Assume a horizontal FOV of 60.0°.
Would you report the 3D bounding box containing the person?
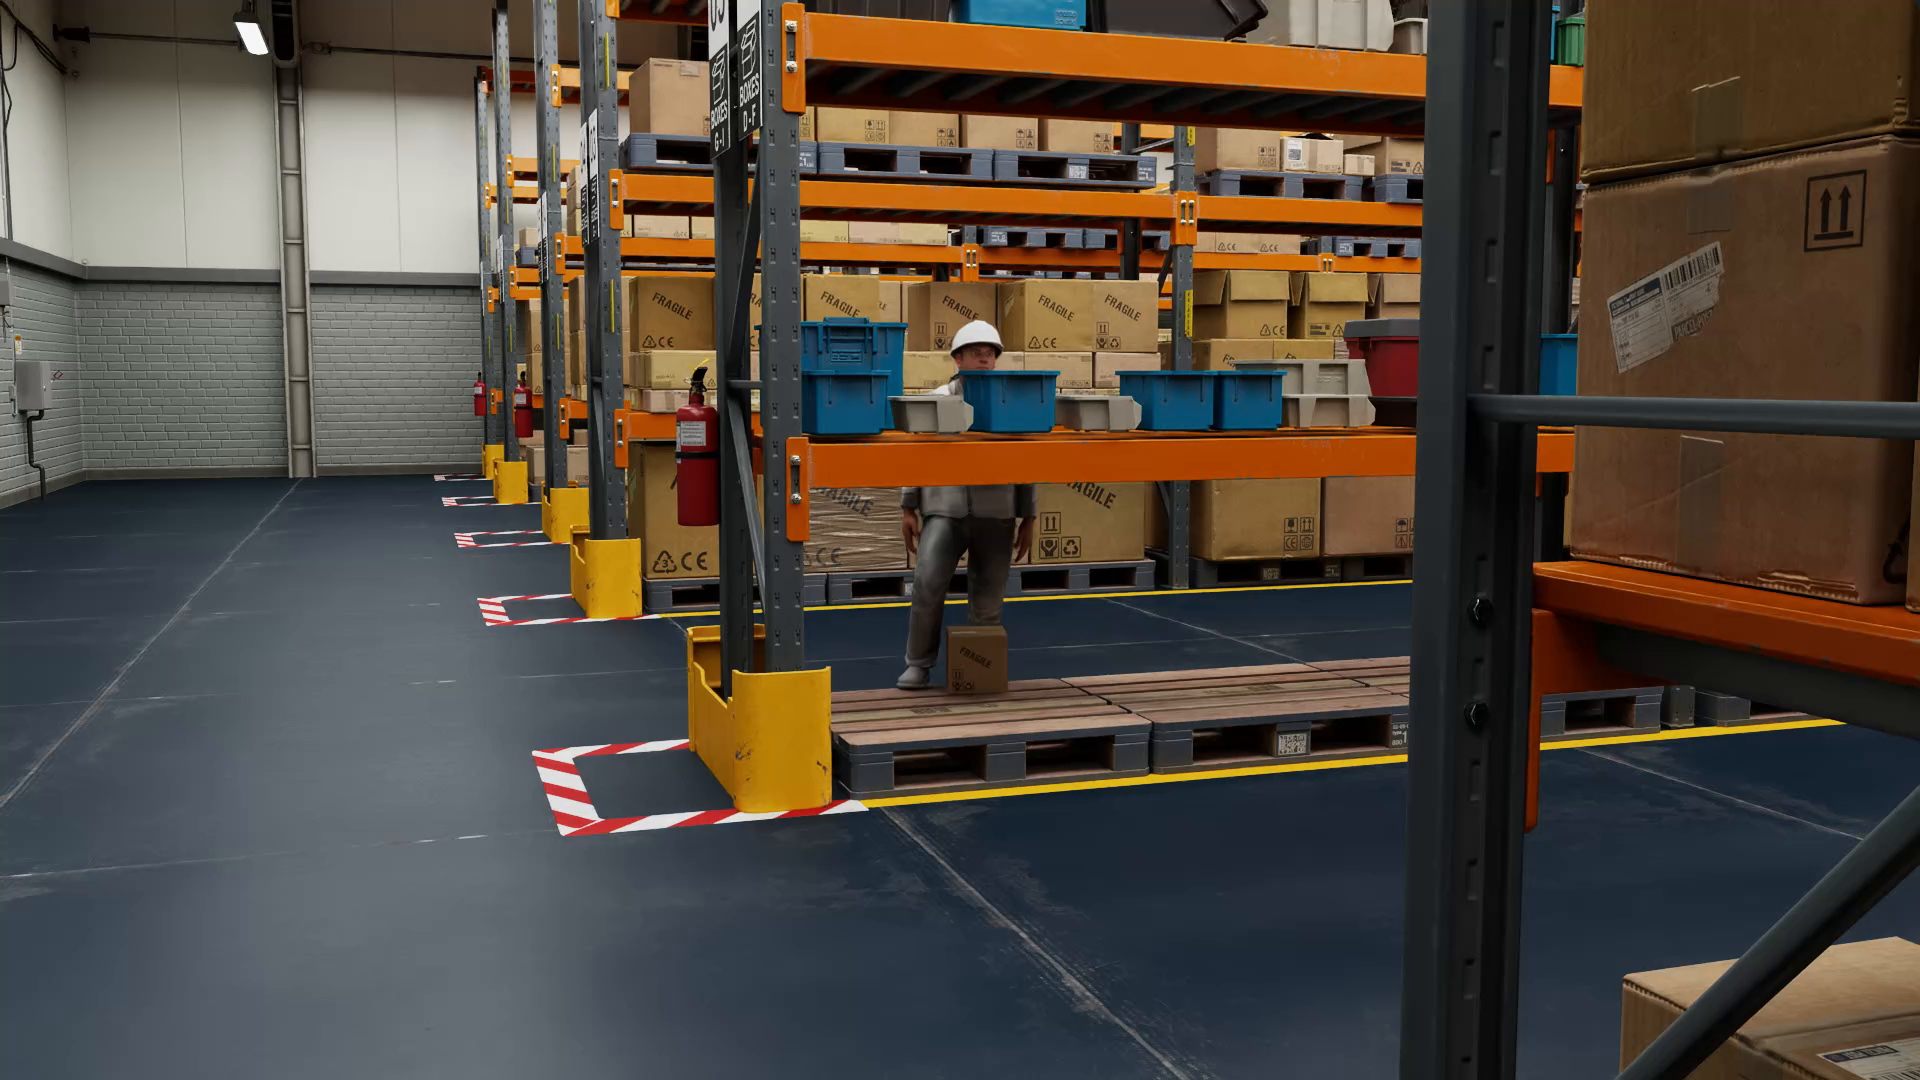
[{"bbox_3d":[0.034,-0.065,7.236,0.624,1.777,0.613,0,6,-2],"label":"person"}]
